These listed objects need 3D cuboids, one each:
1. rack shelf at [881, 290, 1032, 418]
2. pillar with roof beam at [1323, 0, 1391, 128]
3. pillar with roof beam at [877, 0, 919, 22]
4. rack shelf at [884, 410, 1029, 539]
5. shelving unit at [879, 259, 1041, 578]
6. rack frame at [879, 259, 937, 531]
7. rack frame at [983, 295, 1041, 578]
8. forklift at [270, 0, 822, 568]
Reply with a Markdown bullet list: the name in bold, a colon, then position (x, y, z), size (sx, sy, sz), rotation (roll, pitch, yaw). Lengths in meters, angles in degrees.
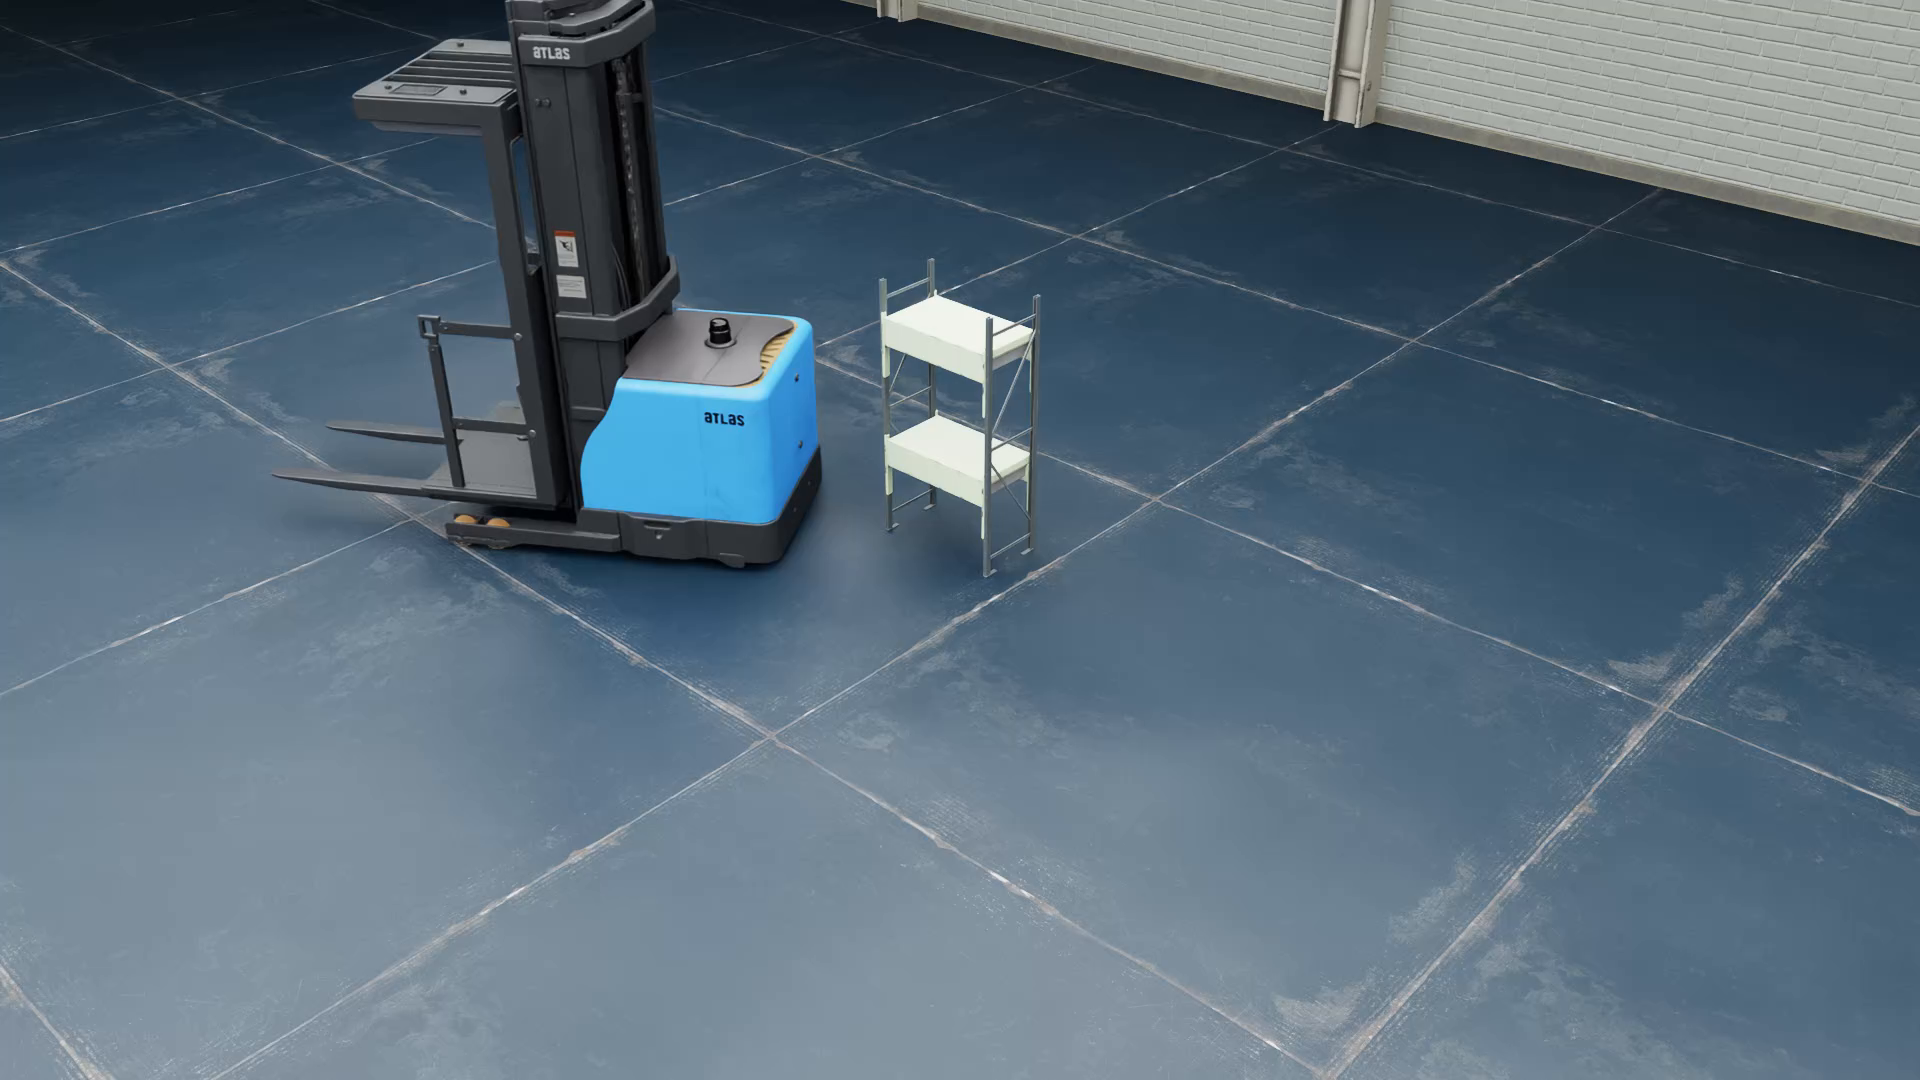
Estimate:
- **rack shelf**: position (-0.005, -0.979, 8.666), size (0.720, 0.370, 0.431), rotation (25, 39, 35)
- **pillar with roof beam**: position (0.840, -6.227, 10.869), size (0.400, 9.000, 9.100), rotation (25, 39, 35)
- **pillar with roof beam**: position (-3.609, -8.304, 14.319), size (0.400, 9.000, 9.100), rotation (25, 39, 35)
- **rack shelf**: position (-0.005, -0.366, 9.035), size (0.720, 0.370, 0.431), rotation (25, 39, 35)
- **shelving unit**: position (-0.005, -0.645, 8.867), size (0.755, 1.500, 0.431), rotation (25, 39, 35)
- **rack frame**: position (-0.276, -0.772, 9.077), size (0.023, 1.500, 0.400), rotation (25, 39, 35)
- **rack frame**: position (0.266, -0.518, 8.657), size (0.023, 1.500, 0.400), rotation (25, 39, 35)
- **forklift**: position (-2.371, -1.466, 8.843), size (3.031, 2.935, 1.130), rotation (5, 31, 9)
